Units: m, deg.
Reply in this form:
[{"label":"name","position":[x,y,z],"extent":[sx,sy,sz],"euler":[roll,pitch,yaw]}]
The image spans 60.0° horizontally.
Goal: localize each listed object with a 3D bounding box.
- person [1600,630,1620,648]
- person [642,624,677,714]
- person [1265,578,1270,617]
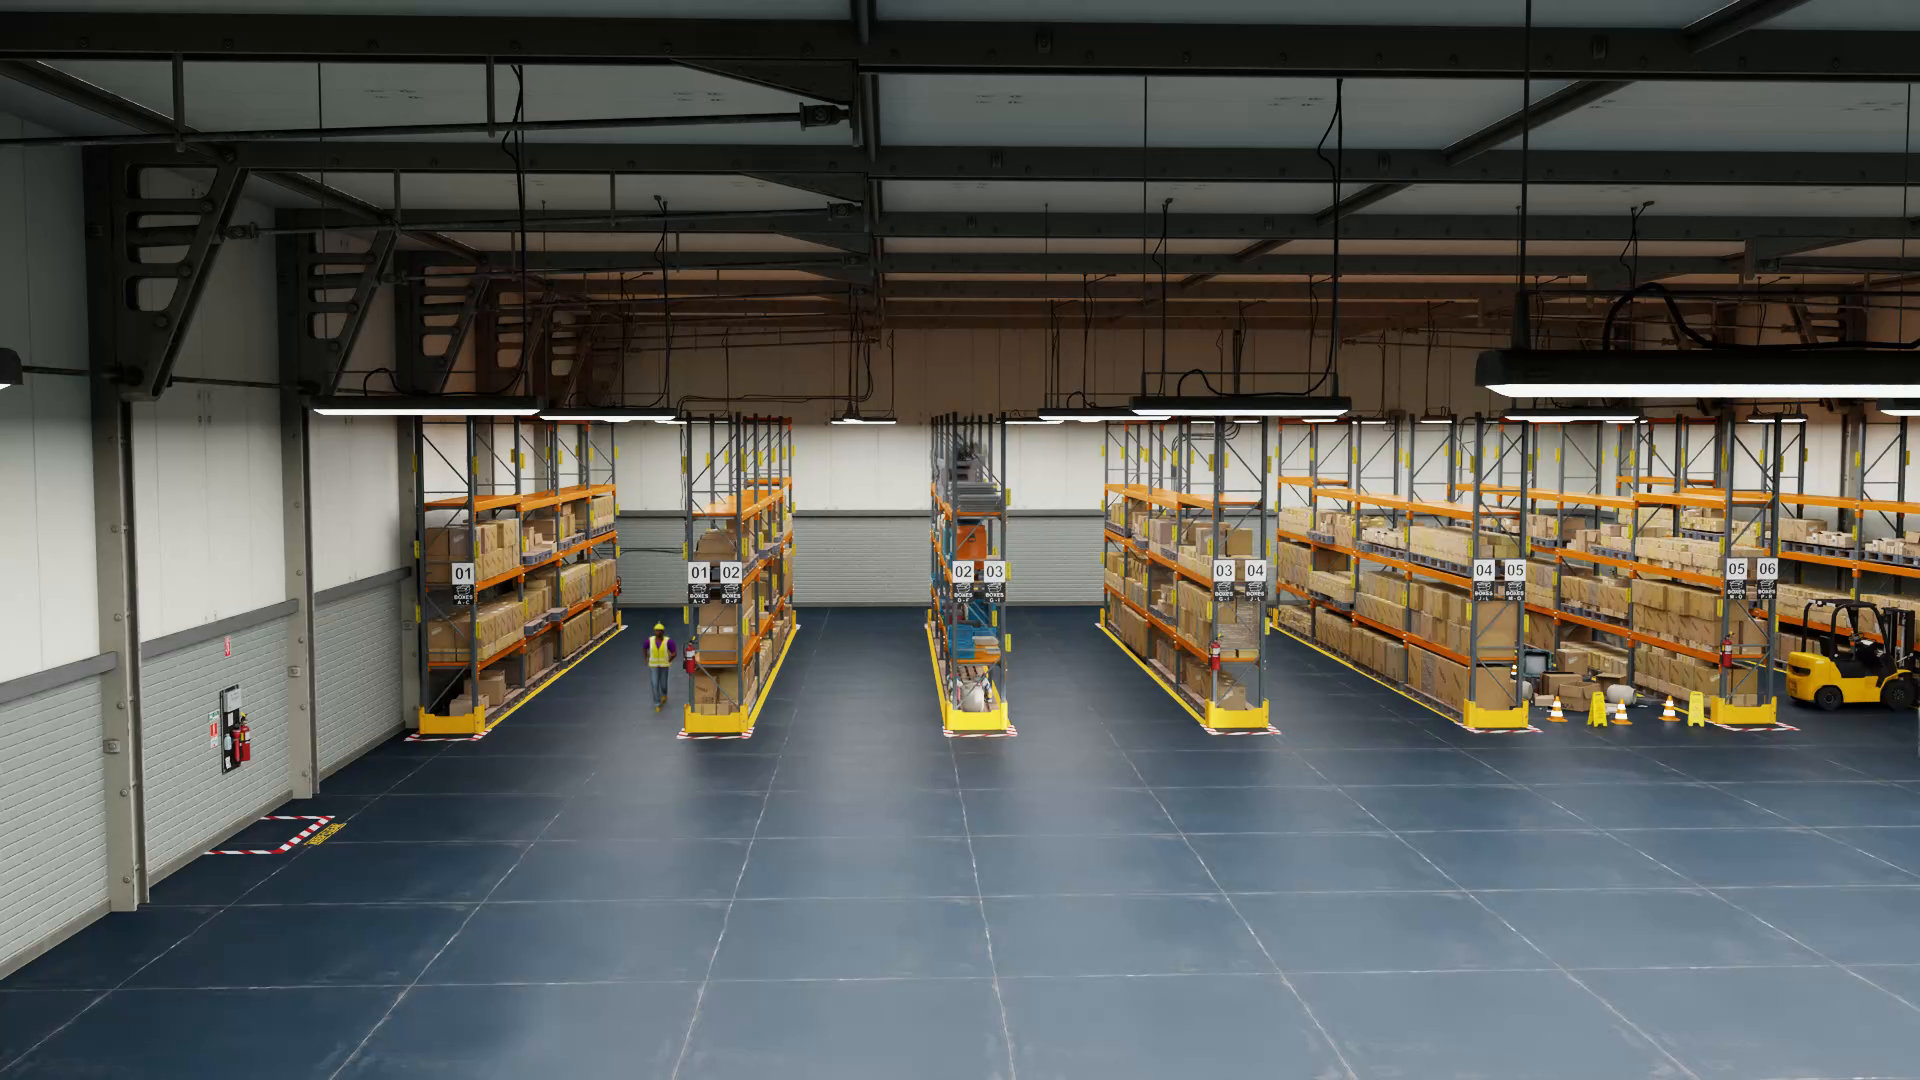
[{"label":"person","position":[16.437,2.029,41.903],"extent":[0.672,1.703,0.629],"euler":[0,4,-2]},{"label":"person","position":[-6.070,2.566,33.583],"extent":[0.699,1.766,0.927],"euler":[0,4,-6]},{"label":"person","position":[8.848,1.597,48.857],"extent":[0.690,1.660,0.735],"euler":[-1,4,-16]}]
